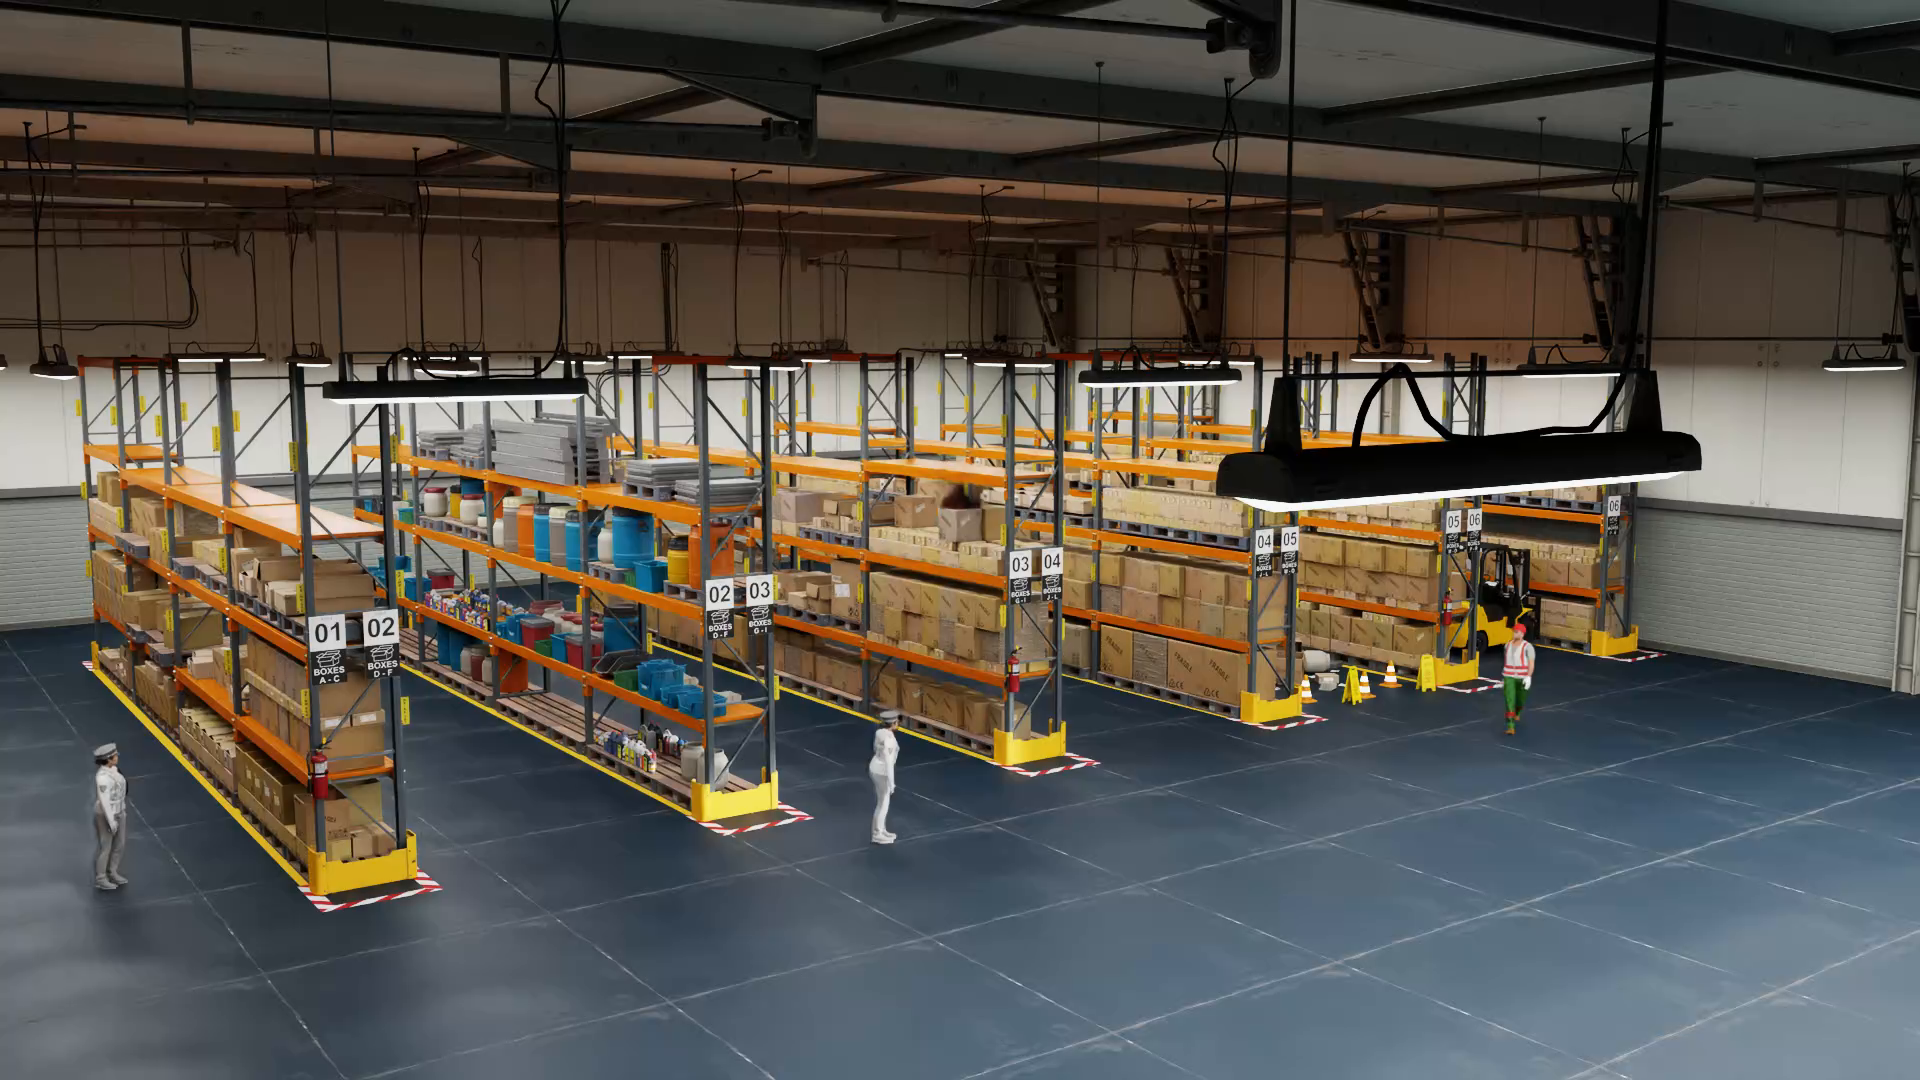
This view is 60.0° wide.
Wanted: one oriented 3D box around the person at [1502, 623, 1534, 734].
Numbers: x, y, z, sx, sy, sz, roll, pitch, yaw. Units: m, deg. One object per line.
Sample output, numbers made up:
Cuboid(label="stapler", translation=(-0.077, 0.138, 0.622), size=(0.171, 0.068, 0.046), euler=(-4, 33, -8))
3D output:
Cuboid(label="person", translation=(8.999, 2.215, 26.876), size=(0.466, 1.751, 1.073), euler=(1, 7, 9))

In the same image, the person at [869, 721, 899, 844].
Cuboid(label="person", translation=(-0.957, 2.986, 20.941), size=(0.358, 1.665, 0.501), euler=(-2, 7, -16))

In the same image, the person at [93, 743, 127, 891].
Cuboid(label="person", translation=(-9.825, 3.178, 19.211), size=(0.359, 1.695, 0.519), euler=(0, 7, 1))
